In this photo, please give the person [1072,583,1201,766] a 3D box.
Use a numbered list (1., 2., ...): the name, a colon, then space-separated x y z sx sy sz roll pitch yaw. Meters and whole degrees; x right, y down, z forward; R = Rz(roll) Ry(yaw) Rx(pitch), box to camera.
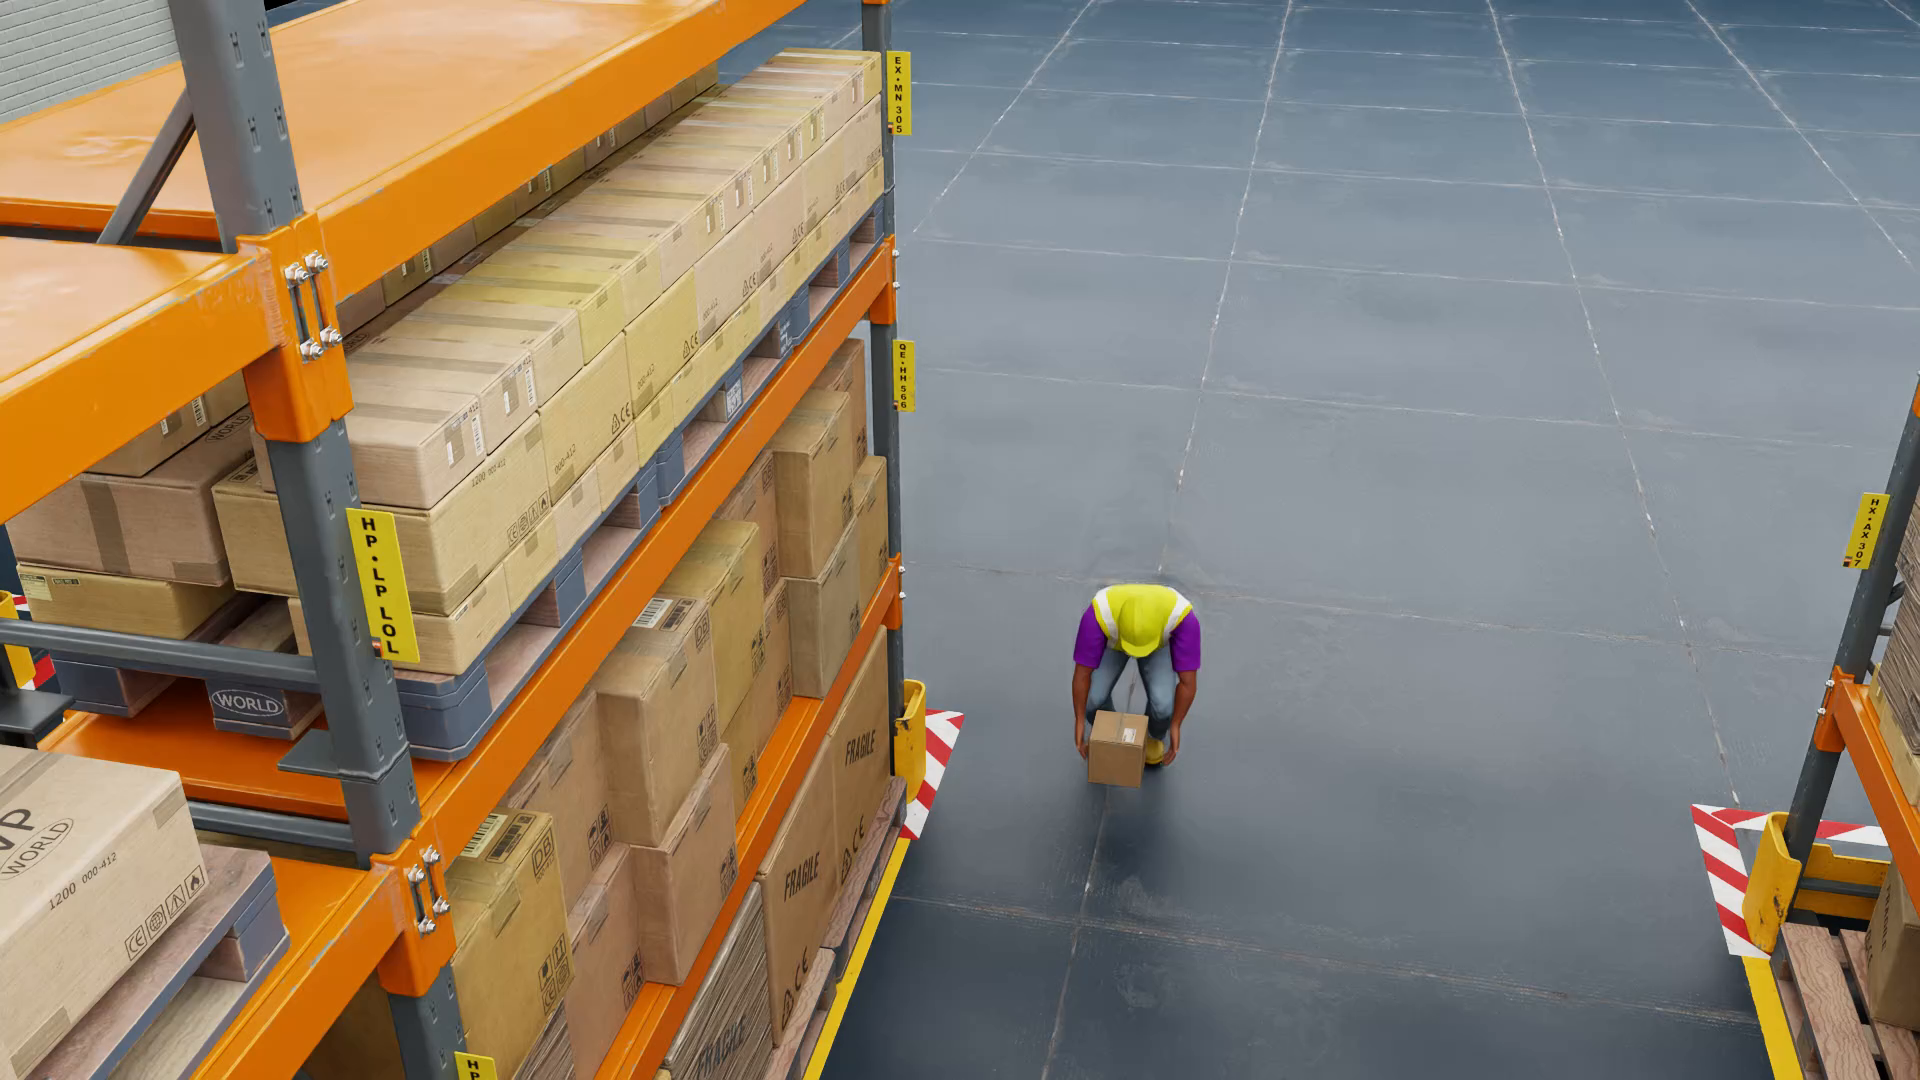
1. person: 0.877 0.611 8.141 0.607 1.133 0.857 6 29 11
